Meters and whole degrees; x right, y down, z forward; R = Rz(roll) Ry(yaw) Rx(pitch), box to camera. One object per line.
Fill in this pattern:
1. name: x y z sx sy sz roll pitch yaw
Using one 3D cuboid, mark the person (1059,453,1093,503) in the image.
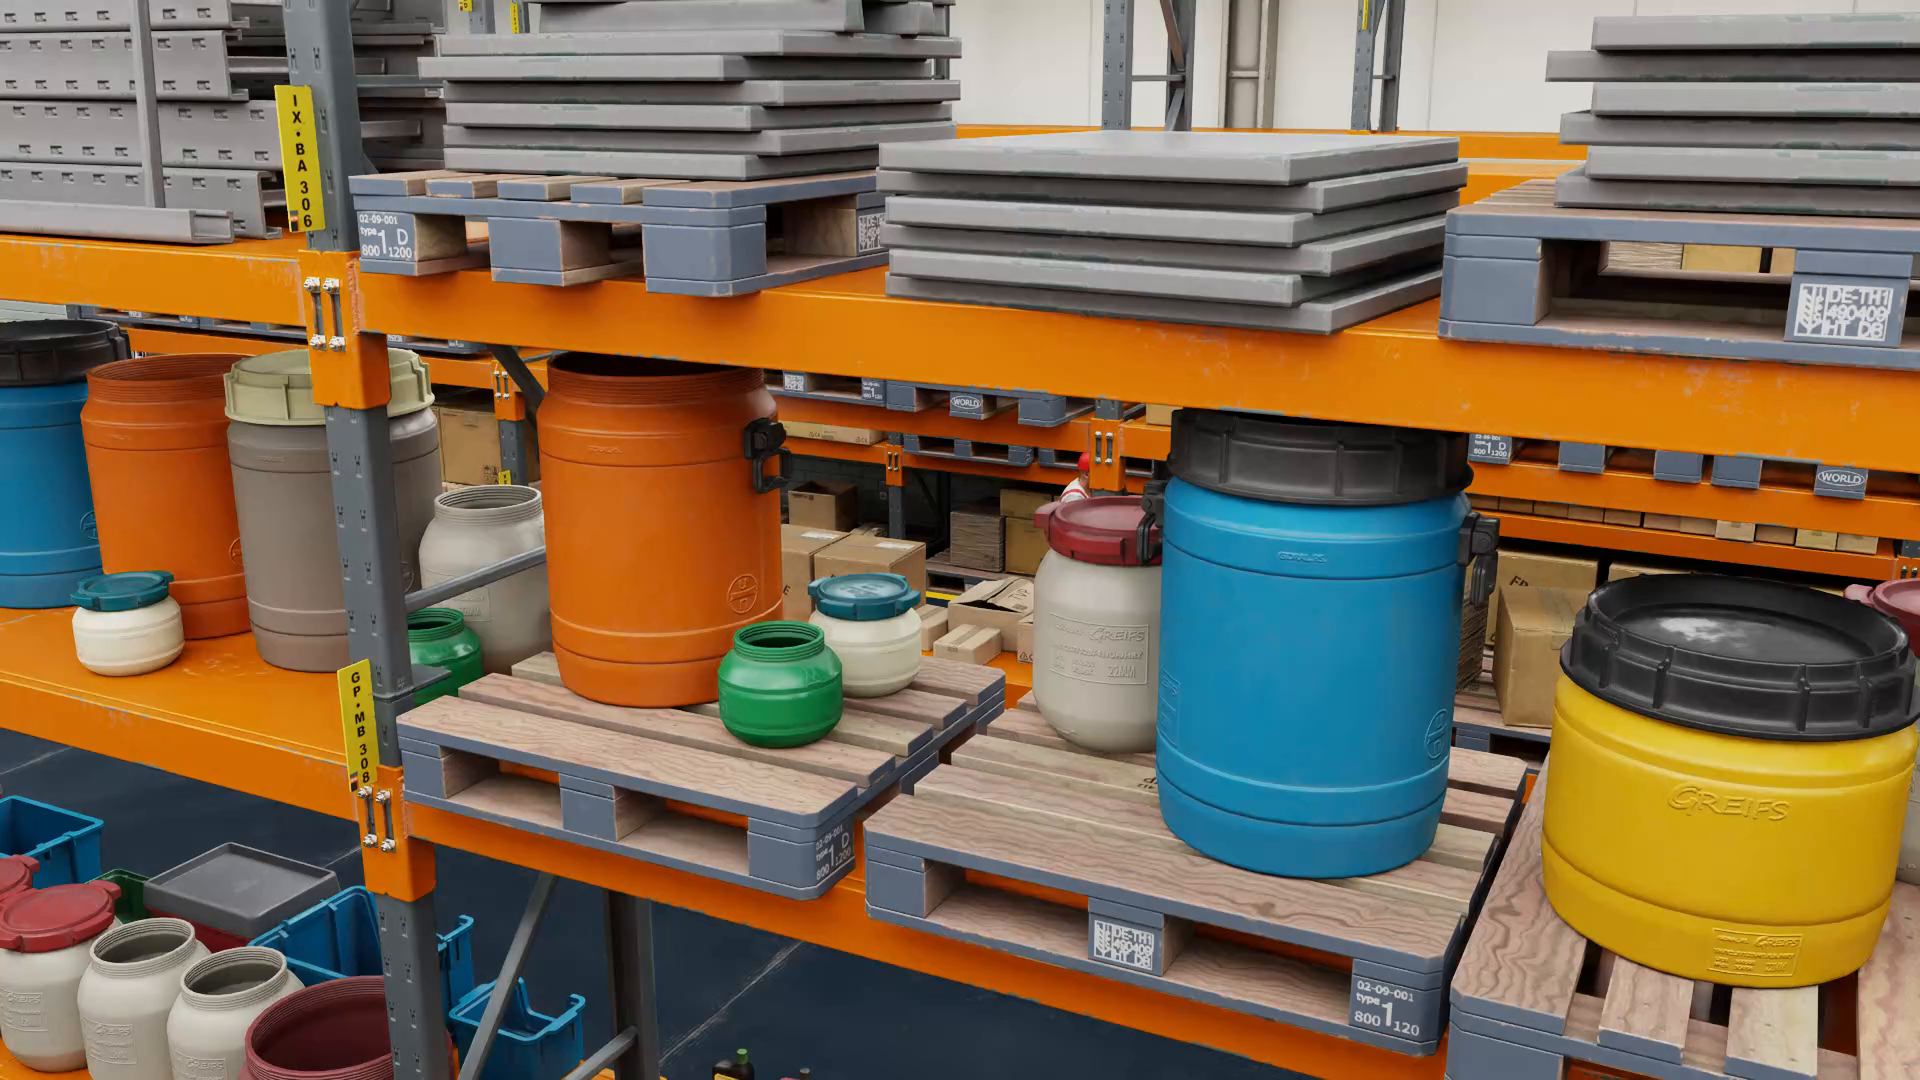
1. person: 0.944 0.183 12.846 0.455 1.779 0.618 7 17 25
